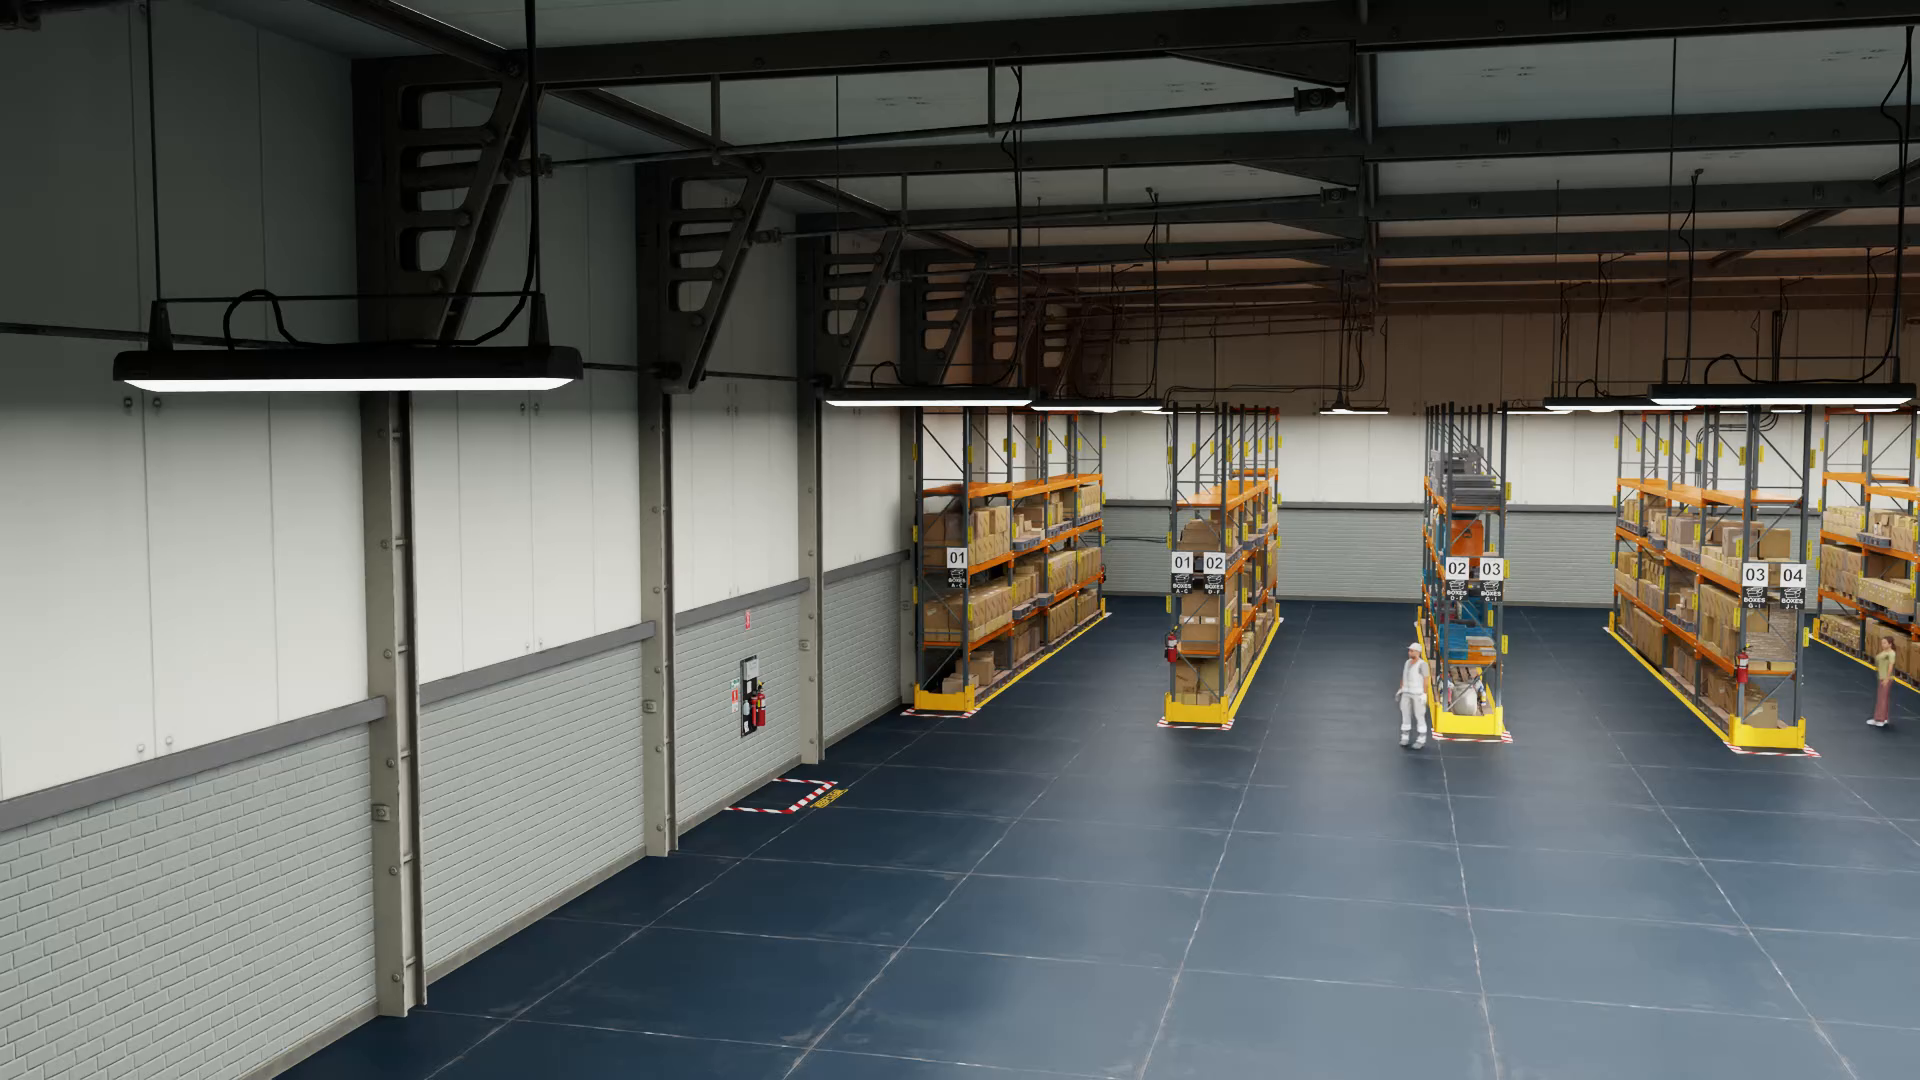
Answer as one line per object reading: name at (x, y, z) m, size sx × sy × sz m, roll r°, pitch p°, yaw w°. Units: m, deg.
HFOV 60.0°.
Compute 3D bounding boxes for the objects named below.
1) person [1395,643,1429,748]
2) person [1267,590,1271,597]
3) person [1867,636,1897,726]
person at (7.858, 2.685, 28.910) m, size 0.602 × 1.795 × 0.404 m, roll 4°, pitch 6°, yaw 45°
person at (8.706, 1.395, 48.005) m, size 0.531 × 1.550 × 0.424 m, roll 4°, pitch 5°, yaw 40°
person at (17.133, 2.607, 30.905) m, size 0.450 × 1.676 × 0.501 m, roll 2°, pitch 5°, yaw 23°
